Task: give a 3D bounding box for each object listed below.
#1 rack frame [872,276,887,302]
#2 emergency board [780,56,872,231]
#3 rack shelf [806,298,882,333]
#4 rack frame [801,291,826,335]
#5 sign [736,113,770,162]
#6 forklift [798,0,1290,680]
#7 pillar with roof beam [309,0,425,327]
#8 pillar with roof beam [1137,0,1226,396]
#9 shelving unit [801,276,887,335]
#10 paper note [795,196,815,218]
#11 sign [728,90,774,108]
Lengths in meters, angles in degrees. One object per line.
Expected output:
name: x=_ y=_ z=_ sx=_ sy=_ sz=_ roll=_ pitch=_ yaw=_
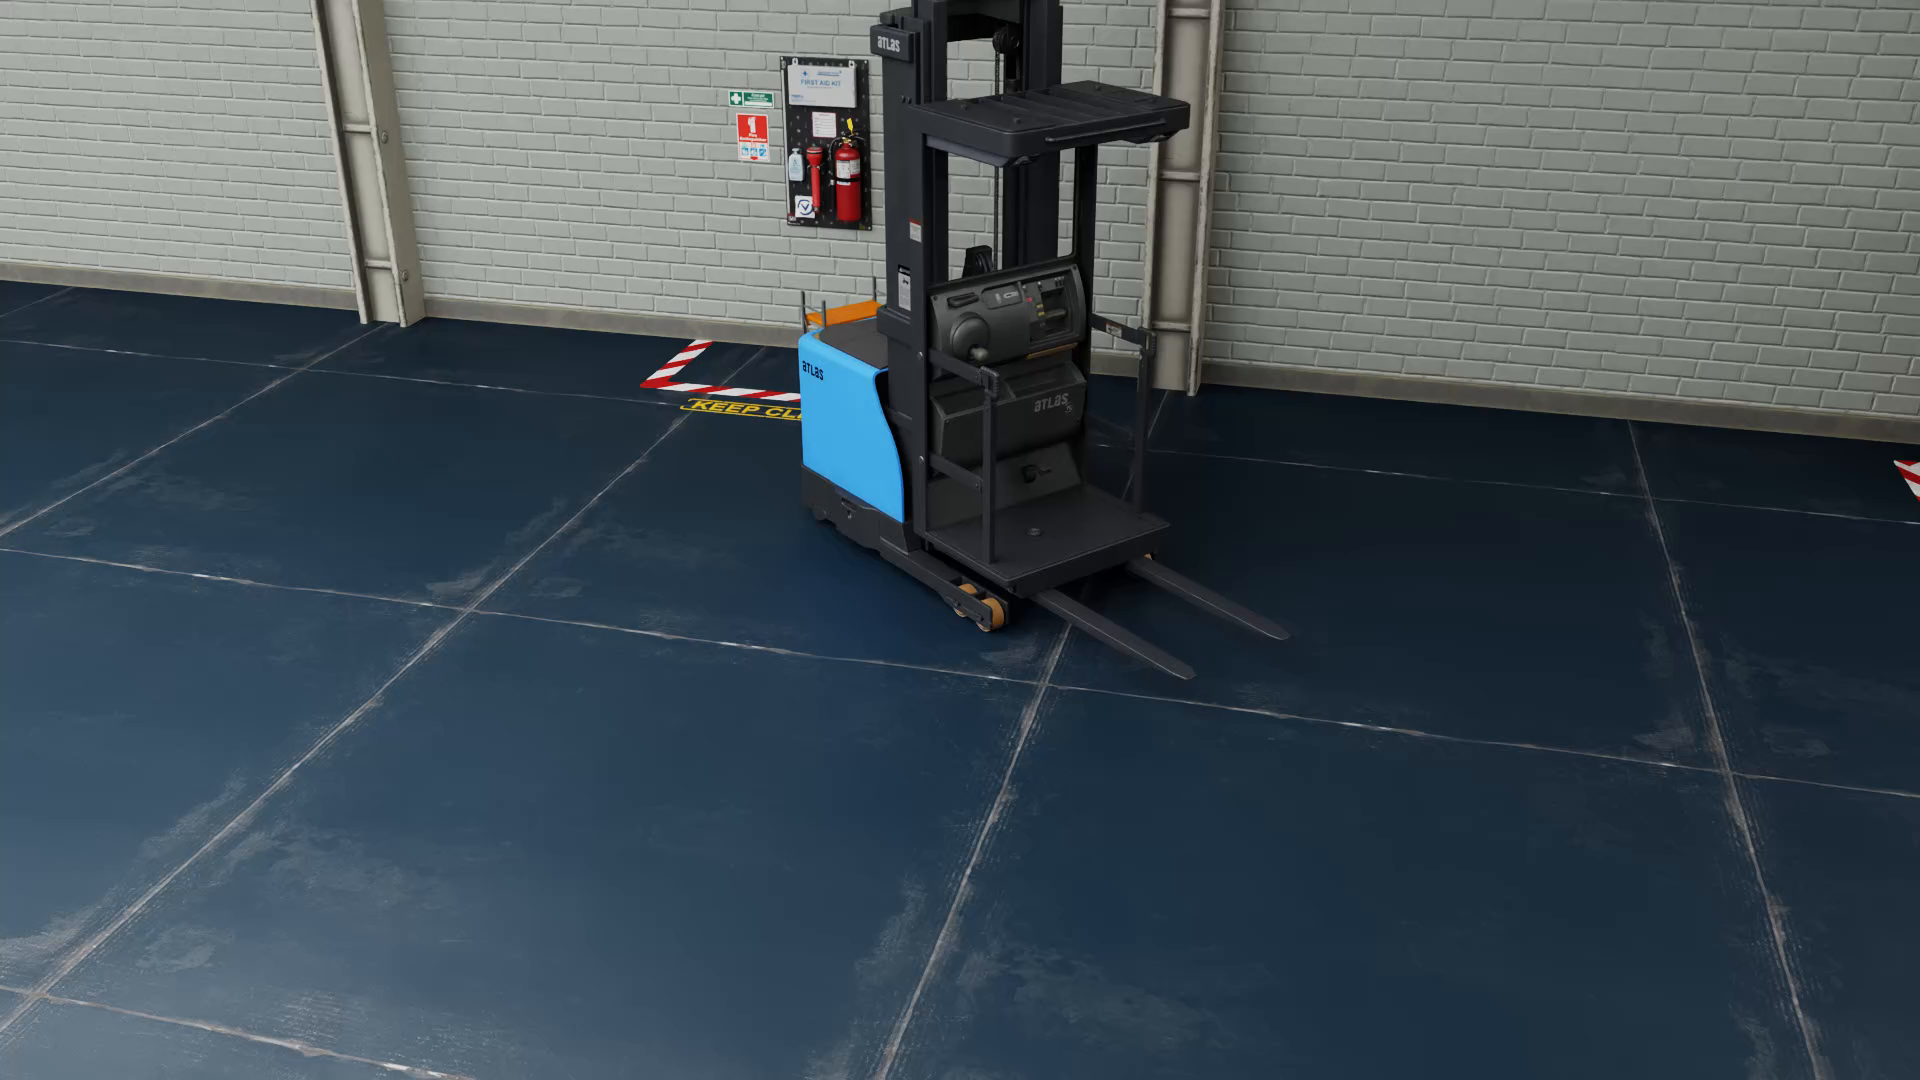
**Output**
rack frame: x=-0.435 y=-0.956 z=9.862 sx=0.015 sy=1.200 sz=0.240 roll=-18 pitch=31 yaw=-33
emergency board: x=-0.938 y=-2.697 z=11.426 sx=0.643 sy=1.169 sz=0.194 roll=6 pitch=26 yaw=13
rack shelf: x=-0.630 y=-1.248 z=9.562 sx=0.480 sy=0.148 sz=0.258 roll=-18 pitch=31 yaw=-33
rack frame: x=-0.826 y=-0.830 z=9.599 sx=0.015 sy=1.200 sz=0.240 roll=-18 pitch=31 yaw=-33
sign: x=-1.448 y=-2.815 z=11.633 sx=0.234 sy=0.329 sz=0.001 roll=6 pitch=26 yaw=13
forklift: x=0.377 y=-1.106 z=8.164 sx=1.130 sy=2.935 sz=3.031 roll=-18 pitch=31 yaw=-33
pillar with roof beam: x=-5.438 y=-3.976 z=7.132 sx=0.400 sy=9.000 sz=9.100 roll=6 pitch=26 yaw=13
pillar with roof beam: x=0.373 y=-3.333 z=5.783 sx=0.400 sy=9.000 sz=9.100 roll=6 pitch=26 yaw=13
shelving unit: x=-0.630 y=-0.893 z=9.730 sx=0.503 sy=1.200 sz=0.258 roll=-18 pitch=31 yaw=-33
paper note: x=-1.093 y=-2.347 z=11.715 sx=0.142 sy=0.148 sz=0.016 roll=6 pitch=26 yaw=13
sign: x=-1.446 y=-3.051 z=11.510 sx=0.331 sy=0.109 sz=0.001 roll=6 pitch=26 yaw=13
